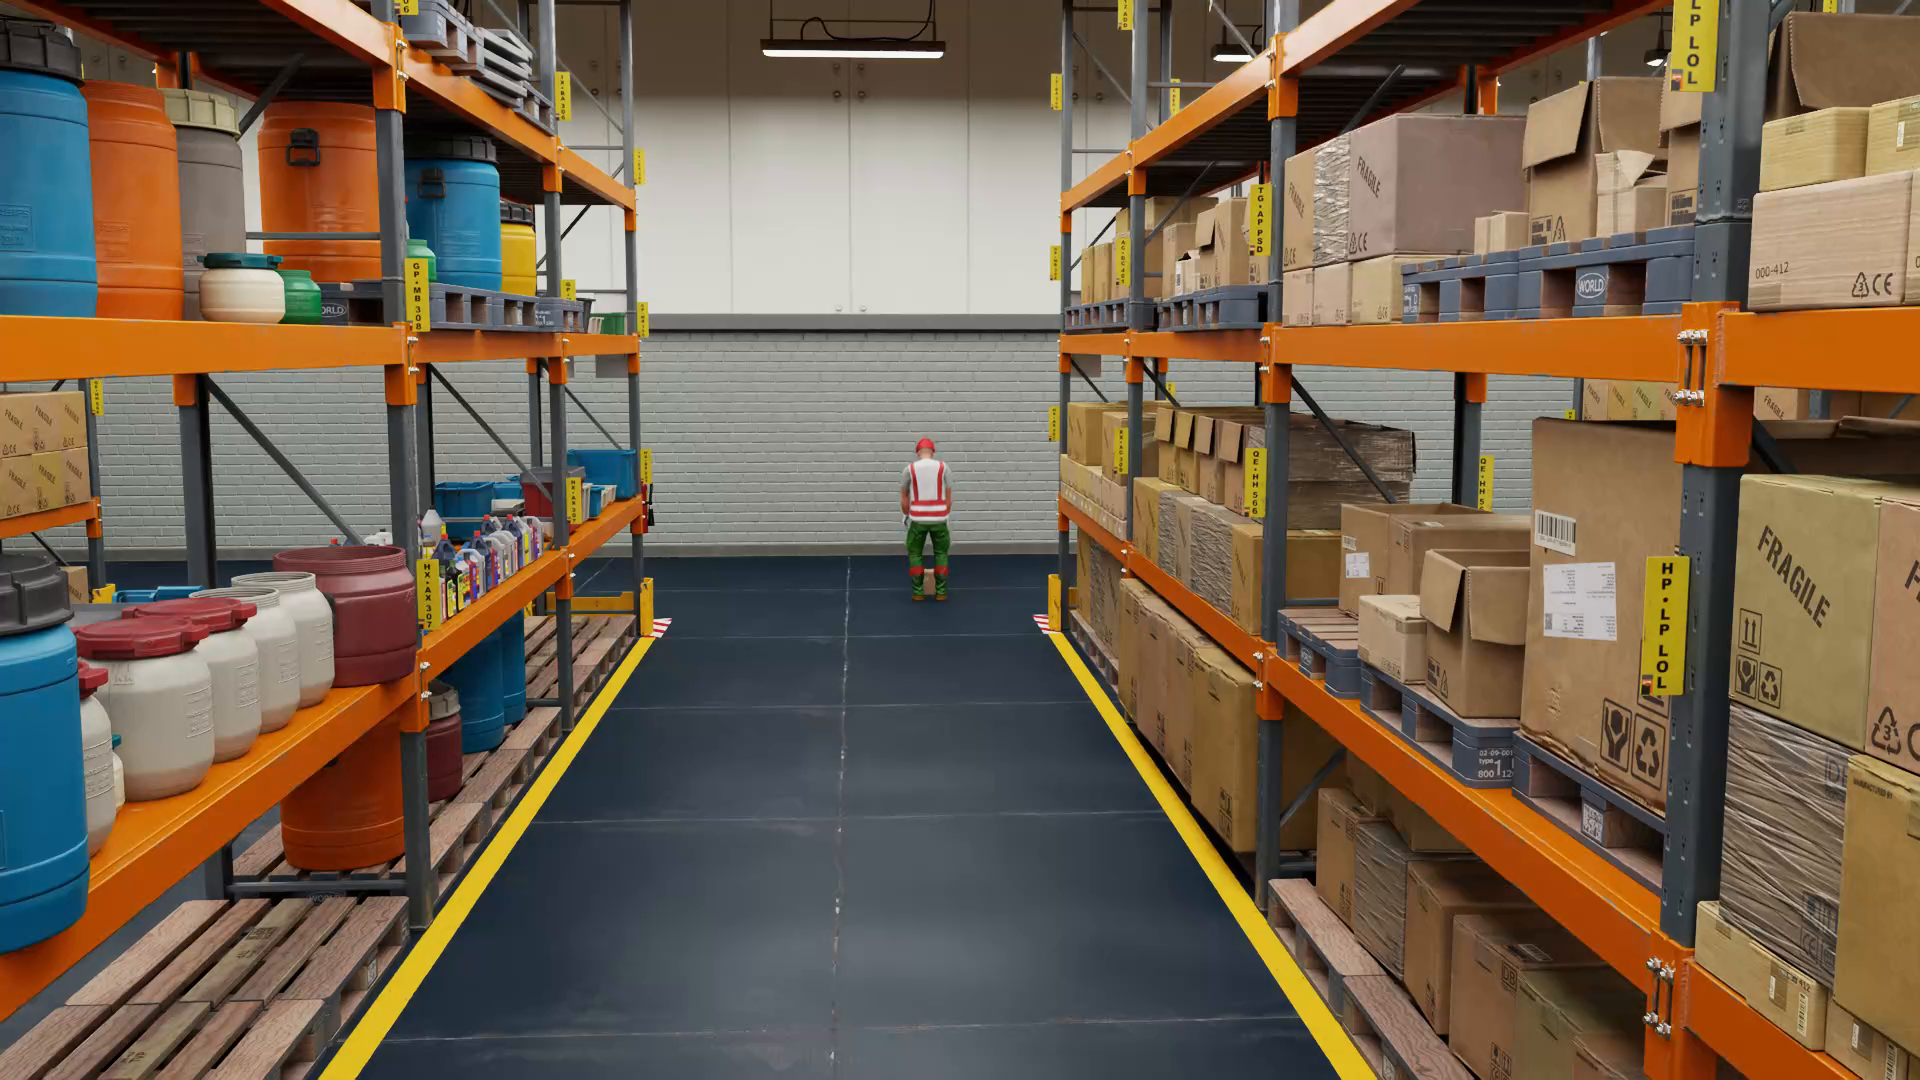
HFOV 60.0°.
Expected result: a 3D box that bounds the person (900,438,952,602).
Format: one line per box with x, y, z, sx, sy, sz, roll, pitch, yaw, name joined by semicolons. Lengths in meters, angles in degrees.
-0.361;-0.216;17.739;0.547;1.724;0.477;0;7;-2;person
